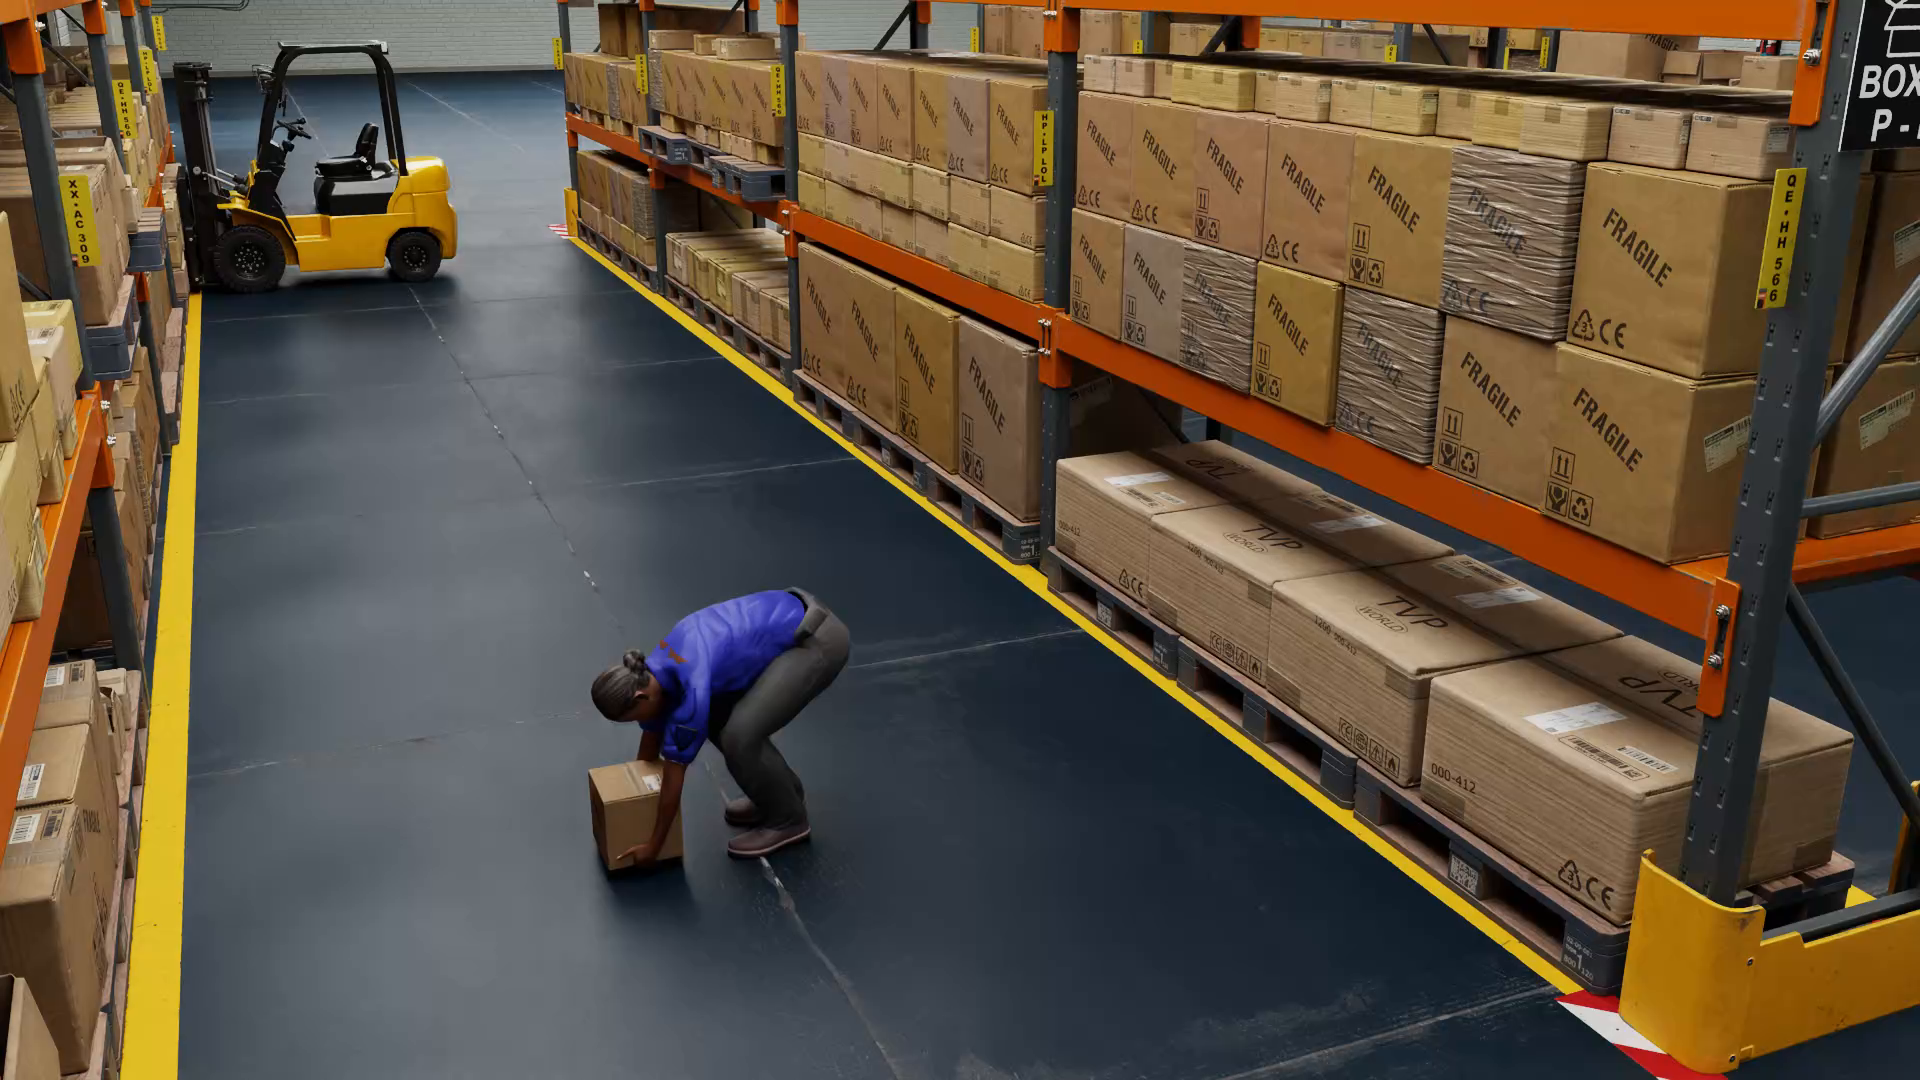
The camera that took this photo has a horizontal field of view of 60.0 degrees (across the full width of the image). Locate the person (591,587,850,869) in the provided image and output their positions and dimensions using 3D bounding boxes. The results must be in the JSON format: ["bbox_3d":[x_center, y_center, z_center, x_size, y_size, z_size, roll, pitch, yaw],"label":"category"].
[{"bbox_3d":[-0.782,0.617,5.522,0.866,0.851,0.453,-9,21,-25],"label":"person"}]
